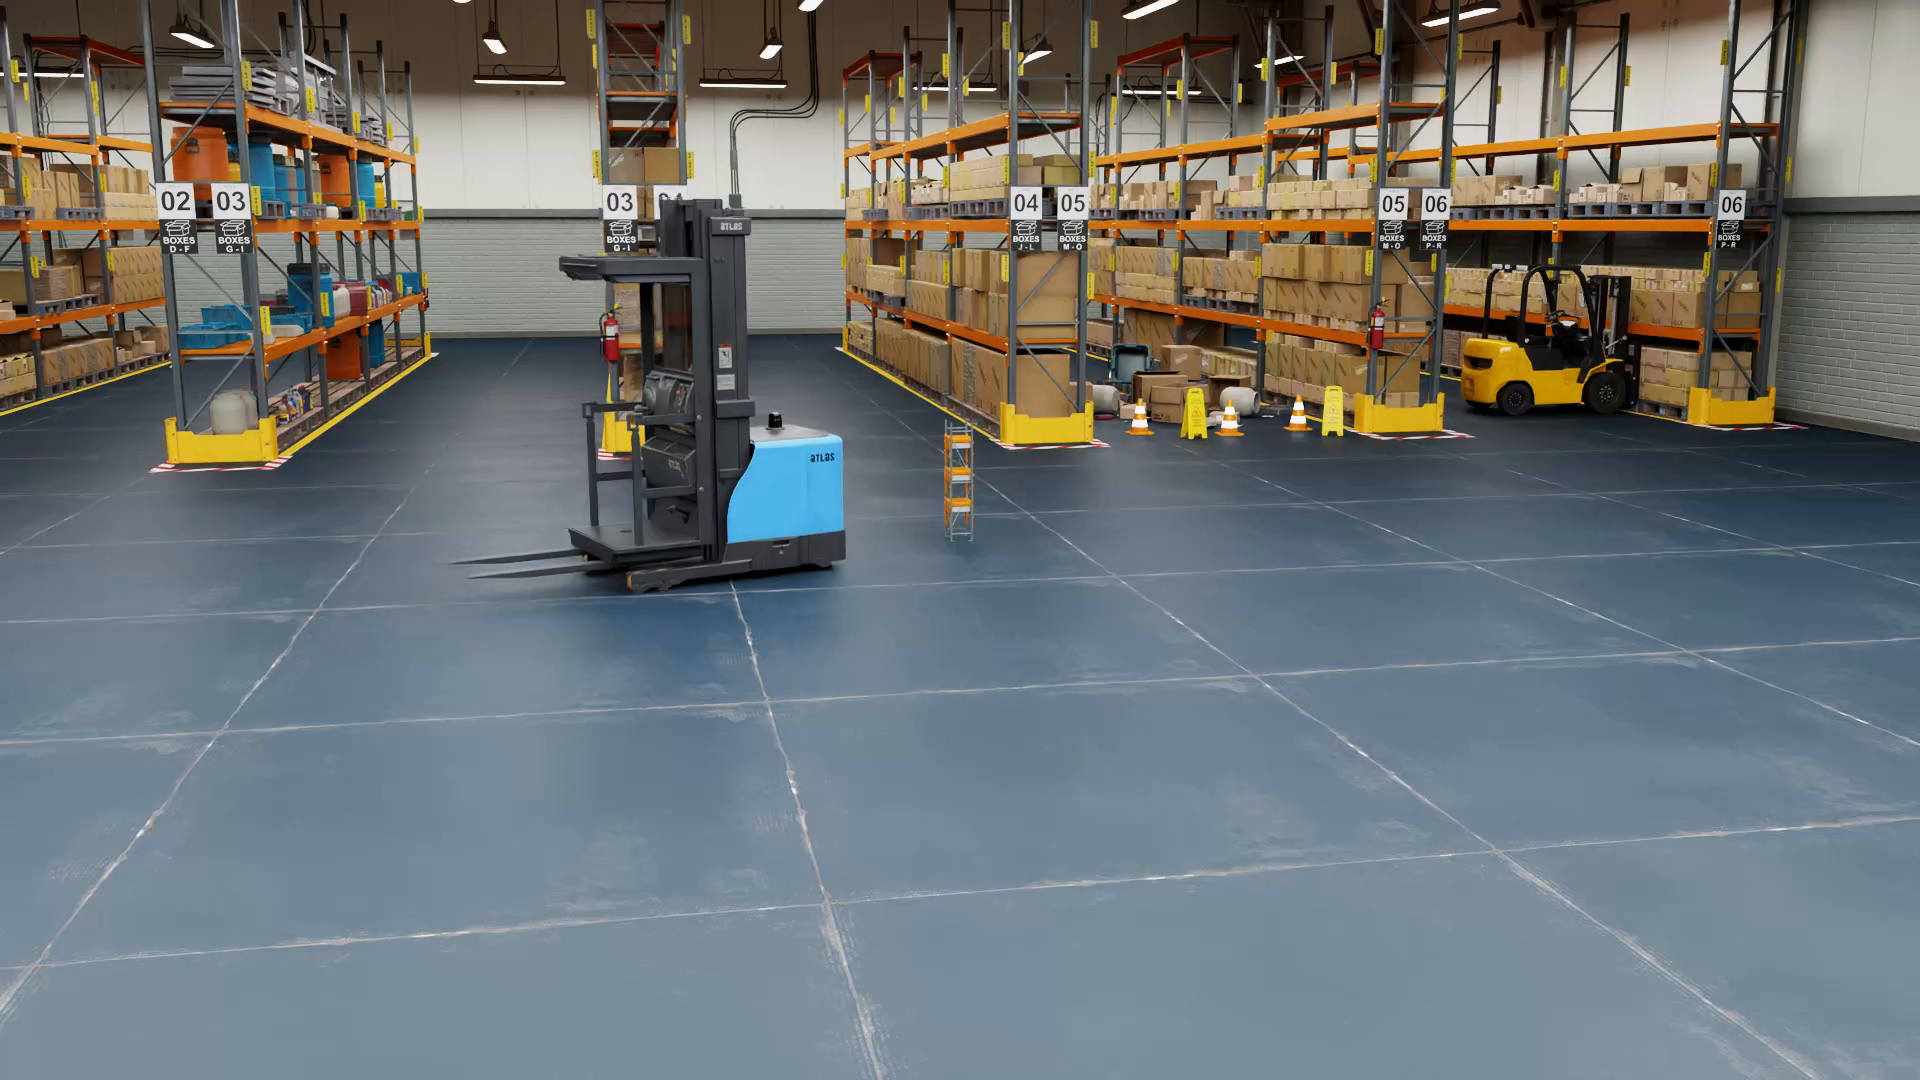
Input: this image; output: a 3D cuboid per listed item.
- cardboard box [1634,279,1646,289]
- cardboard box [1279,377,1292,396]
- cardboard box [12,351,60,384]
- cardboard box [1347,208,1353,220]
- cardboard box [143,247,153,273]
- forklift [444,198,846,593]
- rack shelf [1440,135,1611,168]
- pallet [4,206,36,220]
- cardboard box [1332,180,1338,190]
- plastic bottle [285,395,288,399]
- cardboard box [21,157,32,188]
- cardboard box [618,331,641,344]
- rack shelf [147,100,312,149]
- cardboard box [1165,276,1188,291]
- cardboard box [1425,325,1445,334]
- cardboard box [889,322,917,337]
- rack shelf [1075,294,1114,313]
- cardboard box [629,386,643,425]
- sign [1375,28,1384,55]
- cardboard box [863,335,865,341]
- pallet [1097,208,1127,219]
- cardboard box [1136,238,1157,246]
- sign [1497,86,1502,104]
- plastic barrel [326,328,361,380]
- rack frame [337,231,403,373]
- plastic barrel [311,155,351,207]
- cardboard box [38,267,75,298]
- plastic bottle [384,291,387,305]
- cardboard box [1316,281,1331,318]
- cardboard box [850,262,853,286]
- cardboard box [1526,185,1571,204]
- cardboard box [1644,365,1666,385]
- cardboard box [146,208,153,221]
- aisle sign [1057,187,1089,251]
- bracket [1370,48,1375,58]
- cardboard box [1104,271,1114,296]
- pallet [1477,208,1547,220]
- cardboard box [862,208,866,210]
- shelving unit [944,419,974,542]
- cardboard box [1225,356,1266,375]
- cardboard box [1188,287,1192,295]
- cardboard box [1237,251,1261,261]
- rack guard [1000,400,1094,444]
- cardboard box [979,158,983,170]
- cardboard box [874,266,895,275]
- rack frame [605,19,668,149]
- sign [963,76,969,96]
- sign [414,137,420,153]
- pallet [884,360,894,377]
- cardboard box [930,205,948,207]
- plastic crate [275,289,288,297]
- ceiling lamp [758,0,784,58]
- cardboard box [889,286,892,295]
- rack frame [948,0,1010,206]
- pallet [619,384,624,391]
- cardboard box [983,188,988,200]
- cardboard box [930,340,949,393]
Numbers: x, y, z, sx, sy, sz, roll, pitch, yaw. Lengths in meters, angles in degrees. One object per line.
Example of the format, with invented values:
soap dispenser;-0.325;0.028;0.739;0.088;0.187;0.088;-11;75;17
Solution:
cardboard box;10.196;-3.781;24.538;0.380;0.149;0.250;-2;11;-11
cardboard box;5.130;-2.318;25.084;0.500;0.250;0.500;-1;11;-8
cardboard box;-14.860;-2.774;26.756;0.500;0.500;0.500;-2;11;-9
cardboard box;5.501;-4.444;22.673;0.380;0.149;0.250;-2;11;-9
cardboard box;-16.046;-5.440;32.314;0.500;0.500;0.500;-2;11;-9
forklift;-2.455;-1.149;12.895;3.031;2.935;1.130;-7;13;-31
rack shelf;9.644;-6.623;28.421;1.077;0.370;4.000;-2;11;-11
pallet;-14.832;-4.951;25.170;1.213;0.211;1.003;-2;11;-8
cardboard box;5.443;-4.975;23.329;0.380;0.149;0.250;-2;11;-13
plastic bottle;-9.001;-1.809;22.265;0.061;0.283;0.133;-2;11;-11
cardboard box;-15.229;-5.879;26.600;0.500;0.500;0.500;-2;11;-11
cardboard box;-4.035;-2.505;20.509;0.380;0.149;0.250;-2;11;-11
rack shelf;-9.025;-5.168;20.775;1.077;0.370;4.000;-2;11;-11
cardboard box;4.044;-4.663;30.238;0.500;0.250;0.500;-2;11;-11
cardboard box;8.911;-3.971;31.366;0.380;0.149;0.250;-3;11;-14
cardboard box;-1.031;-3.862;30.520;0.500;0.250;0.500;-2;11;-10
rack shelf;3.220;-5.159;35.702;1.077;0.370;4.000;-2;11;-11
cardboard box;-3.883;-1.678;21.050;0.500;0.500;0.500;0;11;0
sign;5.395;-6.412;21.394;0.100;0.325;0.005;-2;11;-11
cardboard box;-1.788;-4.188;34.384;0.380;0.149;0.250;-3;11;-14
pallet;3.460;-6.726;34.225;1.003;0.211;1.213;-2;11;-11
cardboard box;3.802;-6.072;33.897;0.380;0.149;0.250;-2;11;-12
sign;9.799;-8.097;30.251;0.100;0.325;0.005;-2;11;-11
plastic barrel;-10.304;-3.100;27.645;0.600;0.830;0.708;-2;11;-11
rack frame;-10.970;-4.605;30.867;1.000;3.000;0.127;-2;11;-11
plastic barrel;-10.299;-5.866;27.201;0.600;0.830;0.708;-2;11;-11
cardboard box;-15.425;-4.359;28.185;0.700;0.500;0.500;-5;12;-25
plastic bottle;-10.505;-4.416;30.209;0.152;0.276;0.135;-2;11;-11
cardboard box;5.381;-3.413;23.543;0.500;0.500;0.500;-2;11;-11
cardboard box;-2.059;-5.686;35.485;0.500;0.500;0.500;-2;11;-11
cardboard box;9.654;-5.668;27.280;0.500;0.311;0.500;-2;11;-13
cardboard box;10.323;-2.397;24.162;0.500;0.250;0.500;-2;11;-12
cardboard box;-16.162;-6.382;32.584;0.500;0.250;0.500;-2;11;-11
aisle sign;1.415;-4.021;20.847;0.394;0.787;0.004;-2;11;-11
bracket;8.797;-10.266;34.937;0.235;0.232;0.430;-2;11;-11
cardboard box;3.268;-5.270;34.096;0.500;0.500;0.500;-2;11;-10
pallet;9.696;-5.647;28.828;1.003;0.211;1.213;-2;11;-8
cardboard box;-1.673;-6.519;33.302;0.500;0.250;0.500;-2;11;-11
shelving unit;-0.010;-0.526;14.650;0.215;1.050;0.252;-2;11;-11
cardboard box;4.918;-2.821;27.402;0.950;0.372;0.625;-1;11;-7
cardboard box;4.268;-4.428;29.488;0.380;0.149;0.250;-3;11;-14
cardboard box;4.707;-4.601;26.924;0.380;0.149;0.250;-2;11;-13
rack guard;1.112;-1.514;21.311;1.175;0.500;0.348;-2;11;-11
cardboard box;0.462;-5.026;22.206;0.380;0.149;0.250;-2;11;-12
cardboard box;-1.397;-5.042;31.123;0.380;0.149;0.250;-2;11;-11
rack frame;-5.333;-6.998;27.398;1.000;3.000;0.127;-2;11;-11
sign;0.095;-7.718;28.256;0.100;0.325;0.005;-2;11;-11
sign;-11.211;-8.150;34.312;0.100;0.325;0.005;-2;11;-11
pallet;-0.833;-3.210;30.997;1.003;0.211;1.213;-2;11;-11
cardboard box;-0.299;-5.850;29.121;0.500;0.500;0.500;-2;11;-11
plastic crate;-10.178;-3.595;25.391;0.402;0.464;0.583;-2;11;-11
ceiling lamp;-3.246;-10.547;30.429;0.800;3.185;2.000;-2;11;-11
cardboard box;-1.042;-4.415;29.421;0.380;0.149;0.250;-2;11;-11
rack frame;0.329;-6.427;24.394;1.000;3.000;0.127;-2;11;-11
pallet;-4.949;-2.315;26.294;1.003;0.211;1.213;-2;11;-11
cardboard box;0.512;-4.587;22.032;0.380;0.149;0.250;-2;11;-12
cardboard box;0.120;-2.691;25.707;1.050;0.750;0.750;-2;11;-11
